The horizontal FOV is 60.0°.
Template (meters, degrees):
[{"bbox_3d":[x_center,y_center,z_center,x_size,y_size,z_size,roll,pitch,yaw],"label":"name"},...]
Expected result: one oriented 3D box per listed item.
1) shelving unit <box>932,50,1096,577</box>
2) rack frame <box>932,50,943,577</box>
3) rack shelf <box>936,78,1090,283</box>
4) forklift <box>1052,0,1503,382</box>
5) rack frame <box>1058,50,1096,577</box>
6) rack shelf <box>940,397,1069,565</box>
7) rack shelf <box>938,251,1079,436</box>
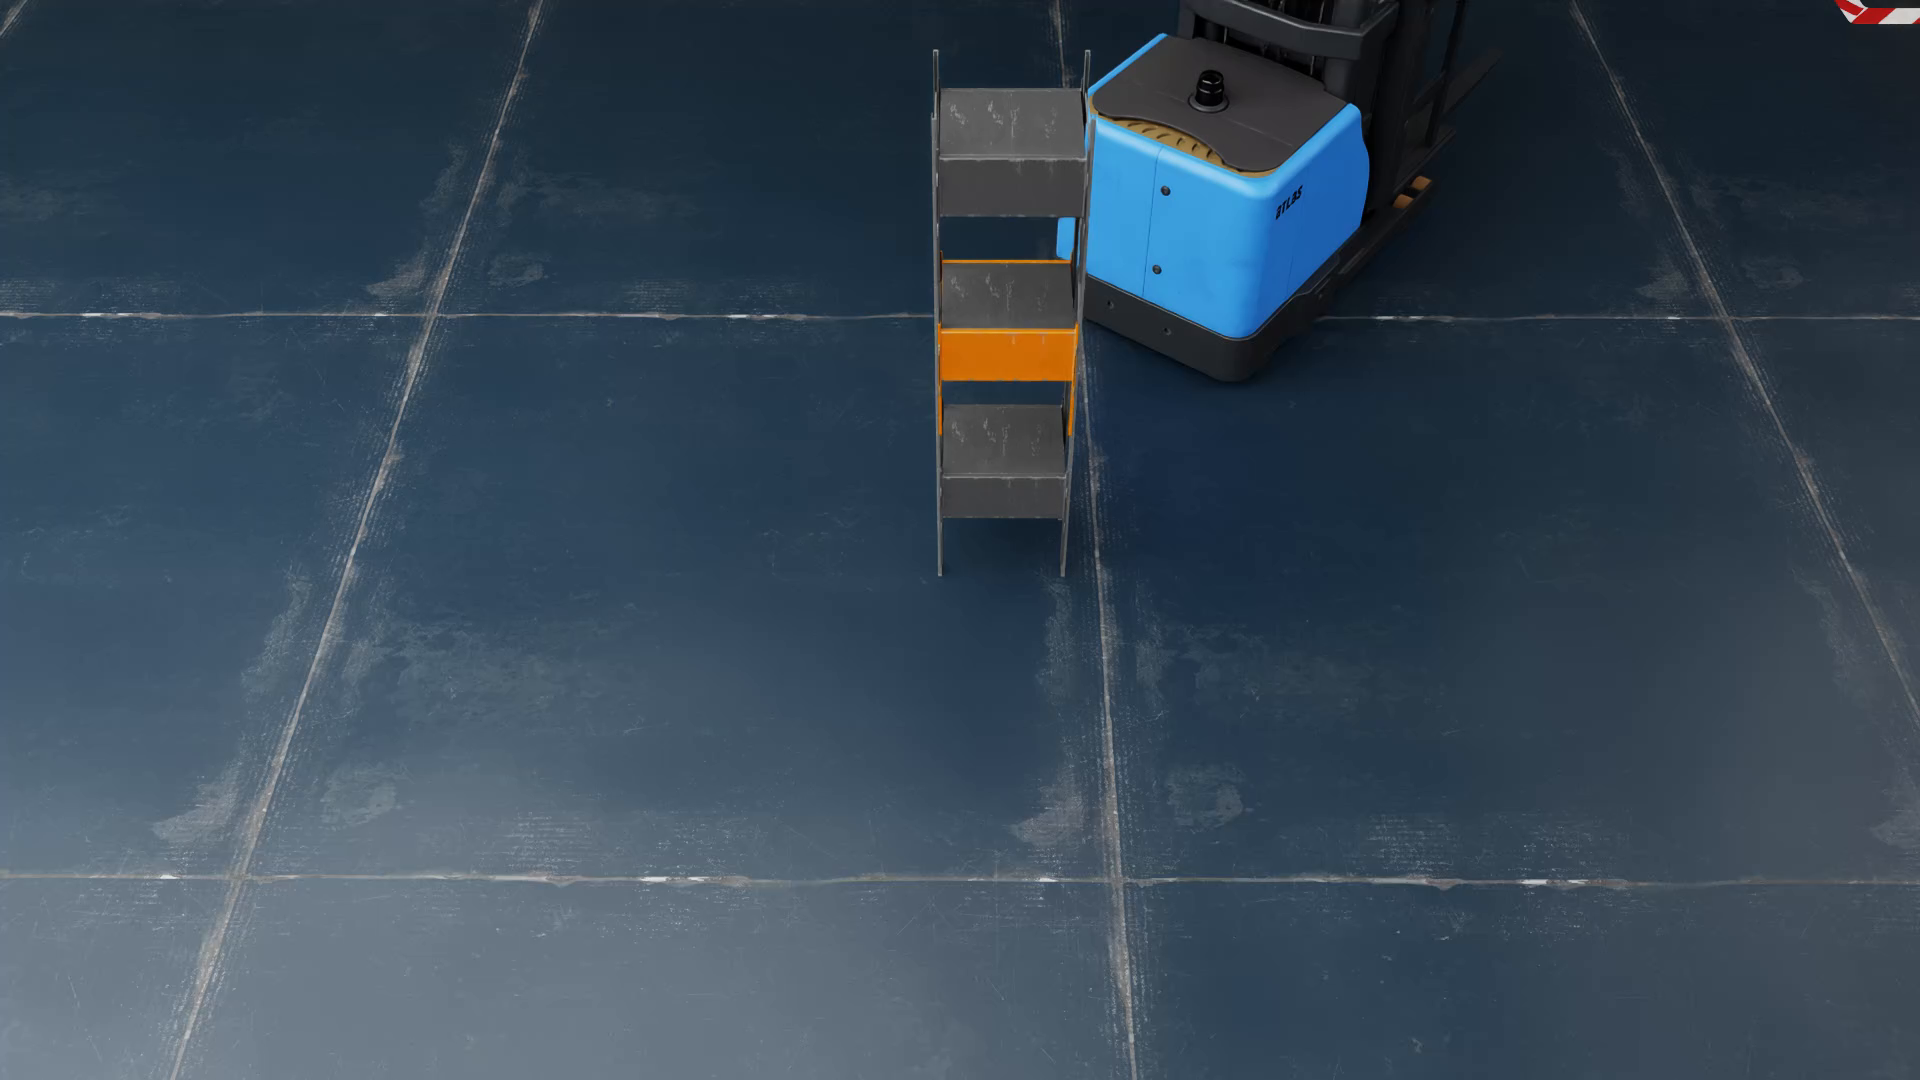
[{"bbox_3d":[0.166,-0.715,5.981,0.503,2.100,0.431,0,47,0],"label":"shelving unit"},{"bbox_3d":[-0.078,-0.716,5.982,0.015,2.100,0.400,0,47,0],"label":"rack frame"},{"bbox_3d":[0.166,-1.183,5.479,0.480,0.518,0.431,0,47,0],"label":"rack shelf"},{"bbox_3d":[1.714,-2.724,7.283,1.130,2.935,3.031,29,53,24],"label":"forklift"},{"bbox_3d":[0.410,-0.714,5.980,0.015,2.100,0.400,0,47,0],"label":"rack frame"},{"bbox_3d":[0.166,-0.229,6.503,0.480,0.518,0.431,0,47,0],"label":"rack shelf"},{"bbox_3d":[0.166,-0.706,5.991,0.480,0.518,0.431,0,47,0],"label":"rack shelf"}]
